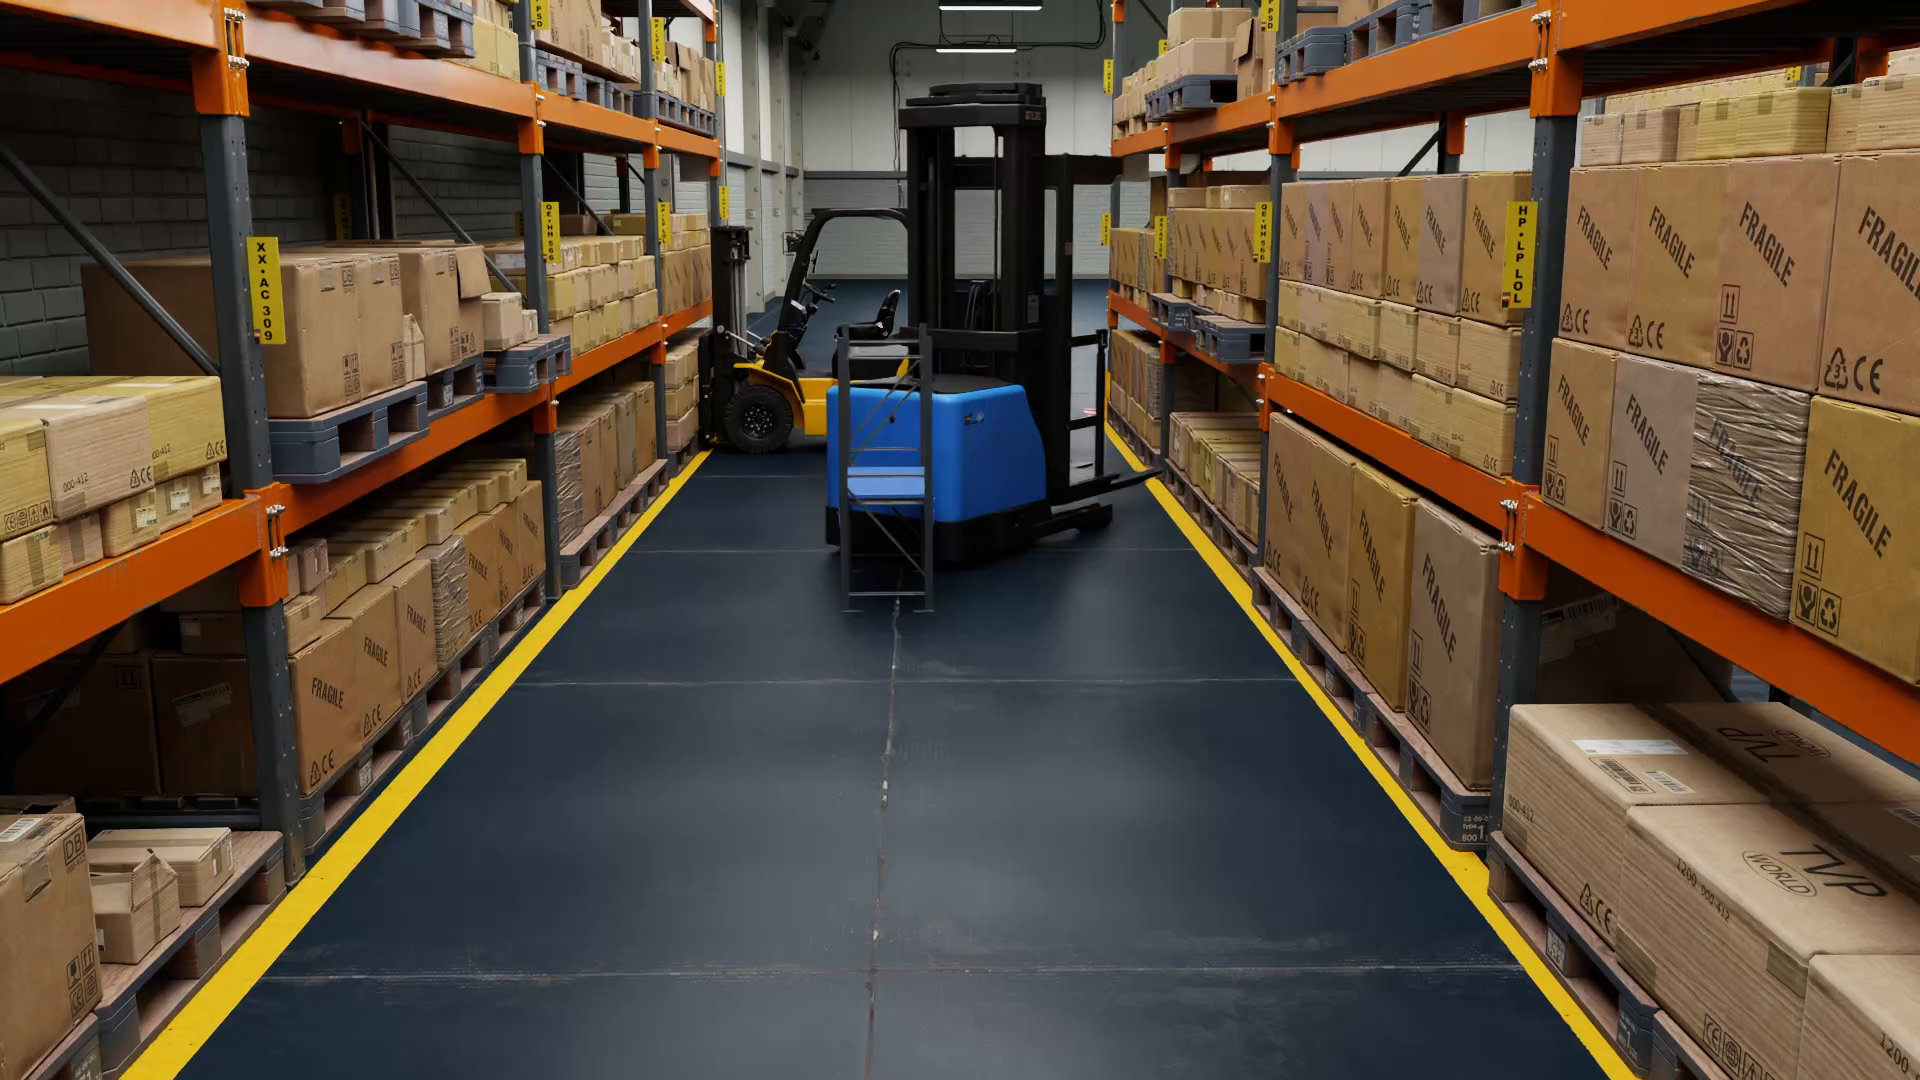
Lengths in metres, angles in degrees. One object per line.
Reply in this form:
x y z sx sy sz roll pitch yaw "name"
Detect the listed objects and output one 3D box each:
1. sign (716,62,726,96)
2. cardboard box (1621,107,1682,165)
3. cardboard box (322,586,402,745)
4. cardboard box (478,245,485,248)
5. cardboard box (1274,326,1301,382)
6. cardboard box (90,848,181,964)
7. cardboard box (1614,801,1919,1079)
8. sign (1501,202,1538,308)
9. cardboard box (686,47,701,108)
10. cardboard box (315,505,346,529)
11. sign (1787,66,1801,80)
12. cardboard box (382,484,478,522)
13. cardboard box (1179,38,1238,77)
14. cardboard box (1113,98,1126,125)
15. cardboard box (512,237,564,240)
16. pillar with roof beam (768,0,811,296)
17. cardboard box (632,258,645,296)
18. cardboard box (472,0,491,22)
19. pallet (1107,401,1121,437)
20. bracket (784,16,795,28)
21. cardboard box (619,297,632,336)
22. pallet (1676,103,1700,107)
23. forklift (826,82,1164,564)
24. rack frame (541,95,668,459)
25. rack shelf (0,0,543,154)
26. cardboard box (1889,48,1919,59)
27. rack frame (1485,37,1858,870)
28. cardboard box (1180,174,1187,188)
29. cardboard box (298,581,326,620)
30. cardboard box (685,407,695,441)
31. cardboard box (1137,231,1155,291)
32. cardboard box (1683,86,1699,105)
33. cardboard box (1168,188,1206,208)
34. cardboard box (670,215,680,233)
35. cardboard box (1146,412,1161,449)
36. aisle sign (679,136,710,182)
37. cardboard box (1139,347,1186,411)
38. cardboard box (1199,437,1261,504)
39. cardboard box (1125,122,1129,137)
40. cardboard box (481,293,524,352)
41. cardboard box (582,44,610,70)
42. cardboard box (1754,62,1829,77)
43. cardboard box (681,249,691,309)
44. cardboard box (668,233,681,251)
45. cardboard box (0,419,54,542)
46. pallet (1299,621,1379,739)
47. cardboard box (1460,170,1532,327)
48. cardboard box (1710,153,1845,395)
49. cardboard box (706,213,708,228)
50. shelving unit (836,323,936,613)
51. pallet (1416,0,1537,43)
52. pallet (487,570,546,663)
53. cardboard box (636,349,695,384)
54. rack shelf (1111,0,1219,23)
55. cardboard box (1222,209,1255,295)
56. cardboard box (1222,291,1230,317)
-2.386 -4.589 16.561 0.100 0.325 0.005 0 11 -1 "sign"
2.050 -1.102 4.549 0.380 0.149 0.250 0 11 0 "cardboard box"
-2.487 0.478 6.391 0.500 0.500 0.500 0 11 -2 "cardboard box"
-3.034 -1.668 9.853 0.380 0.149 0.250 0 11 -1 "cardboard box"
1.958 -0.983 8.738 0.500 0.250 0.500 0 11 -2 "cardboard box"
-2.368 0.976 4.525 0.396 0.266 0.258 0 11 1 "cardboard box"
2.207 0.993 4.007 0.875 0.438 0.875 -1 11 -3 "cardboard box"
1.739 -0.884 5.161 0.100 0.325 0.005 0 11 -1 "sign"
-2.755 -4.207 15.148 0.700 0.500 0.500 0 11 -1 "cardboard box"
-2.984 -0.071 7.463 0.380 0.149 0.250 0 11 -1 "cardboard box"
6.508 -3.750 12.956 0.100 0.325 0.005 0 11 -1 "sign"
-2.542 -0.176 7.982 0.380 0.149 0.250 0 11 1 "cardboard box"
1.772 -3.234 11.232 0.500 0.250 0.500 0 11 -2 "cardboard box"
1.778 -4.187 16.236 0.500 0.250 0.500 0 11 -2 "cardboard box"
-3.096 -2.122 12.091 0.380 0.149 0.250 0 11 -1 "cardboard box"
-0.007 -10.311 39.248 9.100 9.000 0.548 0 11 -1 "pillar with roof beam"
-2.563 -1.902 12.008 0.500 0.250 0.500 -1 11 -3 "cardboard box"
-2.530 -2.605 8.184 0.380 0.149 0.250 -1 11 -2 "cardboard box"
2.017 -1.202 16.453 1.003 0.211 1.213 0 11 -1 "pallet"
-3.948 -11.976 38.404 0.235 0.232 0.430 0 11 -1 "bracket"
-2.579 -1.558 11.570 0.500 0.250 0.500 0 11 -1 "cardboard box"
7.035 -3.822 15.031 1.003 0.211 1.213 0 11 -1 "pallet"
0.399 -1.536 11.256 1.130 2.935 3.031 8 14 34 "forklift"
-2.846 -1.929 13.023 1.000 3.000 0.127 0 11 -1 "rack frame"
-2.722 -1.854 6.917 1.077 0.370 4.000 0 11 -1 "rack shelf"
7.238 -3.502 12.303 0.500 0.250 0.500 0 11 -1 "cardboard box"
2.282 -0.360 5.289 1.000 3.000 0.127 0 11 -1 "rack frame"
2.250 -3.028 14.926 0.700 0.500 0.500 0 11 -2 "cardboard box"
-2.505 0.235 5.953 0.380 0.149 0.250 -1 11 -3 "cardboard box"
-2.551 -0.986 14.233 0.500 0.250 0.500 0 11 -2 "cardboard box"
1.826 -2.438 14.530 0.500 0.500 0.500 0 11 0 "cardboard box"
6.704 -3.967 14.847 0.380 0.149 0.250 0 11 -1 "cardboard box"
1.773 -2.574 12.513 0.380 0.149 0.250 0 11 -1 "cardboard box"
-2.569 -2.660 13.996 0.380 0.149 0.250 0 11 0 "cardboard box"
1.835 -0.925 13.933 0.500 0.250 0.500 0 11 1 "cardboard box"
-2.637 -4.012 16.754 0.394 0.787 0.004 0 11 -1 "aisle sign"
1.824 -1.393 14.357 0.500 0.500 0.500 0 11 0 "cardboard box"
2.164 -0.483 11.447 0.950 0.372 0.625 0 11 1 "cardboard box"
1.782 -3.920 15.926 0.380 0.149 0.250 0 11 0 "cardboard box"
-2.418 -1.058 8.050 0.500 0.250 0.500 -1 11 -4 "cardboard box"
-2.504 -3.160 10.871 0.380 0.149 0.250 0 11 -2 "cardboard box"
6.796 -3.884 13.439 0.500 0.250 0.500 0 11 -2 "cardboard box"
-2.633 -2.271 14.459 0.500 0.500 0.500 0 11 -2 "cardboard box"
-2.561 -2.513 14.018 0.380 0.149 0.250 0 11 0 "cardboard box"
-2.404 -0.112 3.696 0.500 0.250 0.500 0 11 -2 "cardboard box"
2.162 0.611 7.519 1.003 0.211 1.213 0 11 -1 "pallet"
2.021 -0.987 5.612 0.500 0.500 0.500 0 11 1 "cardboard box"
2.053 -0.601 3.710 0.500 0.500 0.500 0 11 0 "cardboard box"
-2.675 -3.118 16.251 0.380 0.149 0.250 0 11 -1 "cardboard box"
-0.423 -0.441 9.459 0.538 1.500 1.048 -1 11 -3 "shelving unit"
2.213 -1.918 5.907 0.805 0.209 1.217 -1 11 -3 "pallet"
-2.786 0.381 8.649 1.003 0.211 1.213 0 11 -1 "pallet"
-2.543 -1.476 14.137 0.500 0.250 0.500 0 11 -1 "cardboard box"
2.075 -4.934 14.562 1.077 0.370 4.000 0 11 -1 "rack shelf"
1.890 -1.748 10.073 0.500 0.500 0.500 0 11 -2 "cardboard box"
1.832 -1.455 10.261 0.380 0.149 0.250 -1 11 -4 "cardboard box"
